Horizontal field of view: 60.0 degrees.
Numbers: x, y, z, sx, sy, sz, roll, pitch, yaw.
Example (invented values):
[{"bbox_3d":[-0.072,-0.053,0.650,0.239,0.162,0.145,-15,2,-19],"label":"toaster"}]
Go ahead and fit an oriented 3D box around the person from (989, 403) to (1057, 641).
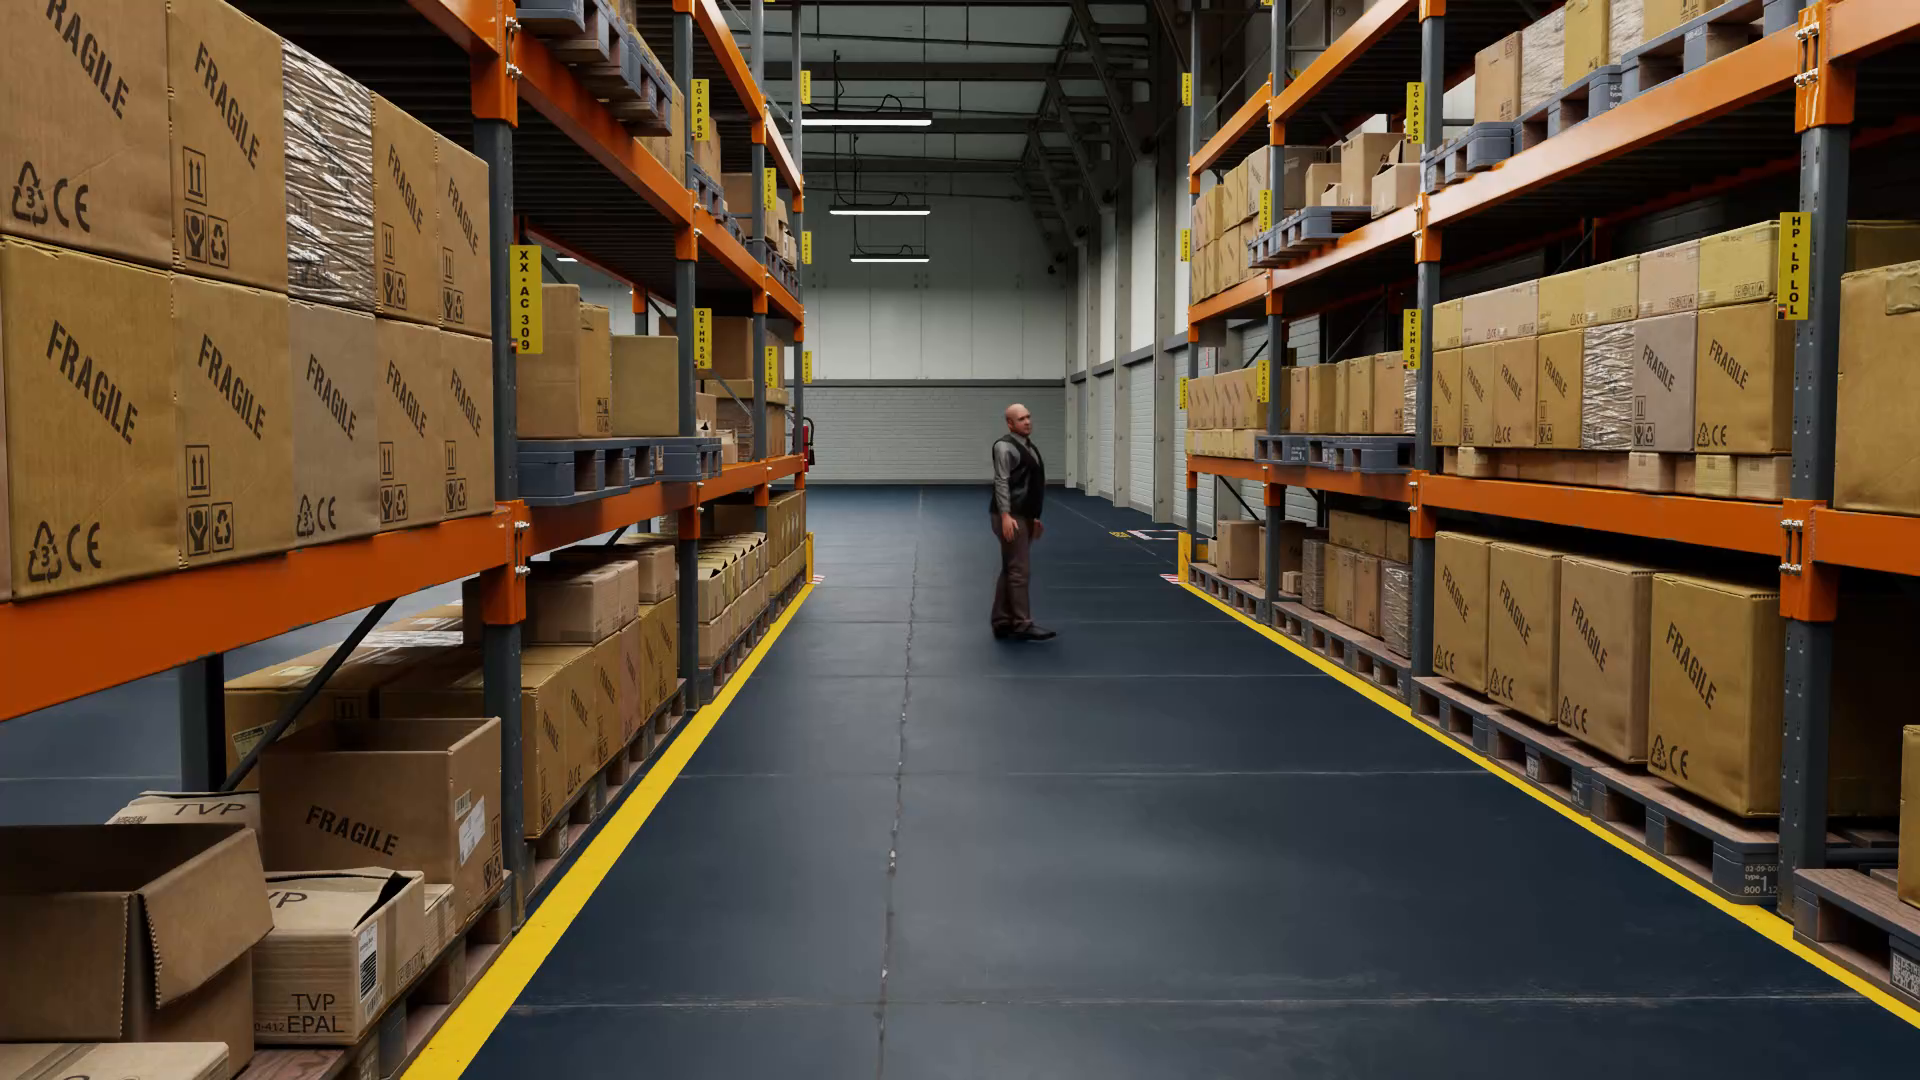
[{"bbox_3d":[0.466,-0.136,12.147,0.578,1.718,0.625,1,4,21],"label":"person"}]
